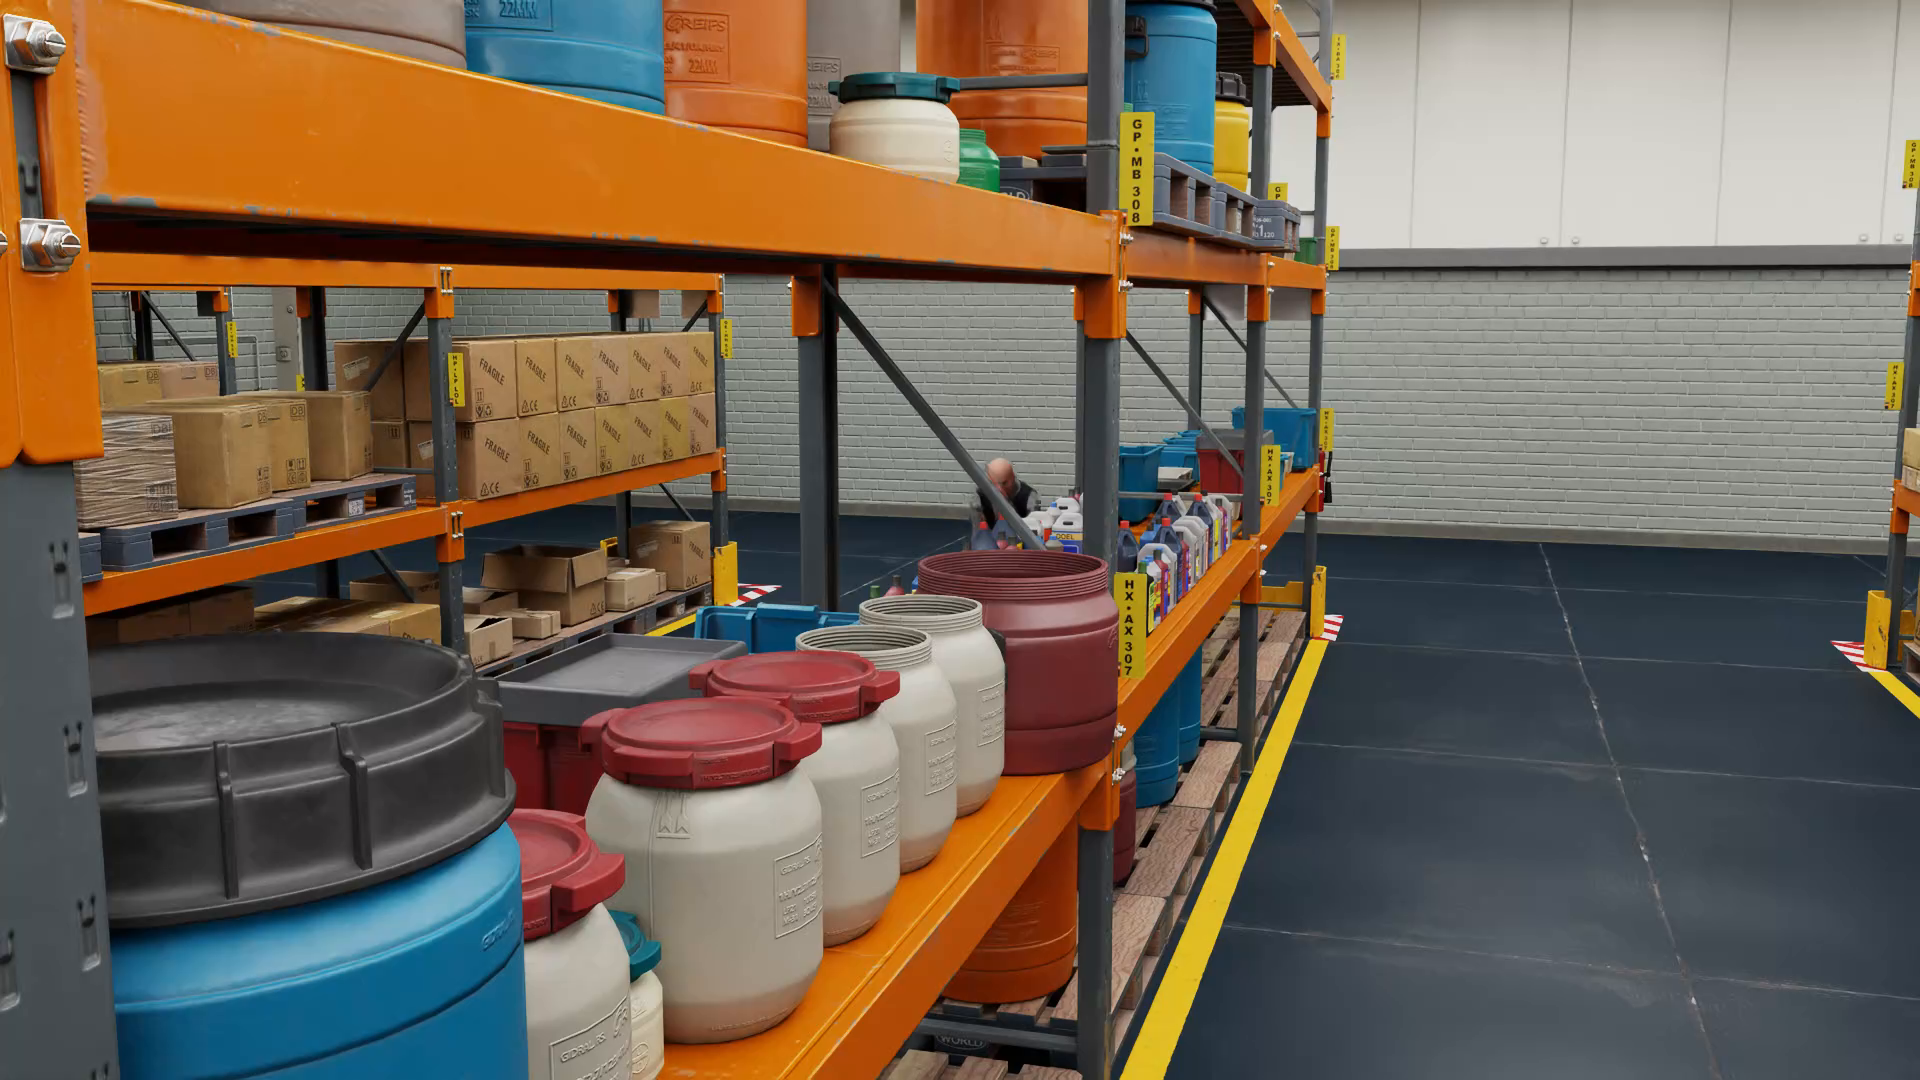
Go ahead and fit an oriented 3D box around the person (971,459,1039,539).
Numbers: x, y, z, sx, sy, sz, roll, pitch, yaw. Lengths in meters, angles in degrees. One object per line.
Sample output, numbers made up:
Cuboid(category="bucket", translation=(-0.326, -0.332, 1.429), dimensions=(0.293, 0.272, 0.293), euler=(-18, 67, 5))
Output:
Cuboid(category="person", translation=(0.327, 0.186, 11.323), dimensions=(0.471, 1.530, 0.750), euler=(2, 9, 15))
